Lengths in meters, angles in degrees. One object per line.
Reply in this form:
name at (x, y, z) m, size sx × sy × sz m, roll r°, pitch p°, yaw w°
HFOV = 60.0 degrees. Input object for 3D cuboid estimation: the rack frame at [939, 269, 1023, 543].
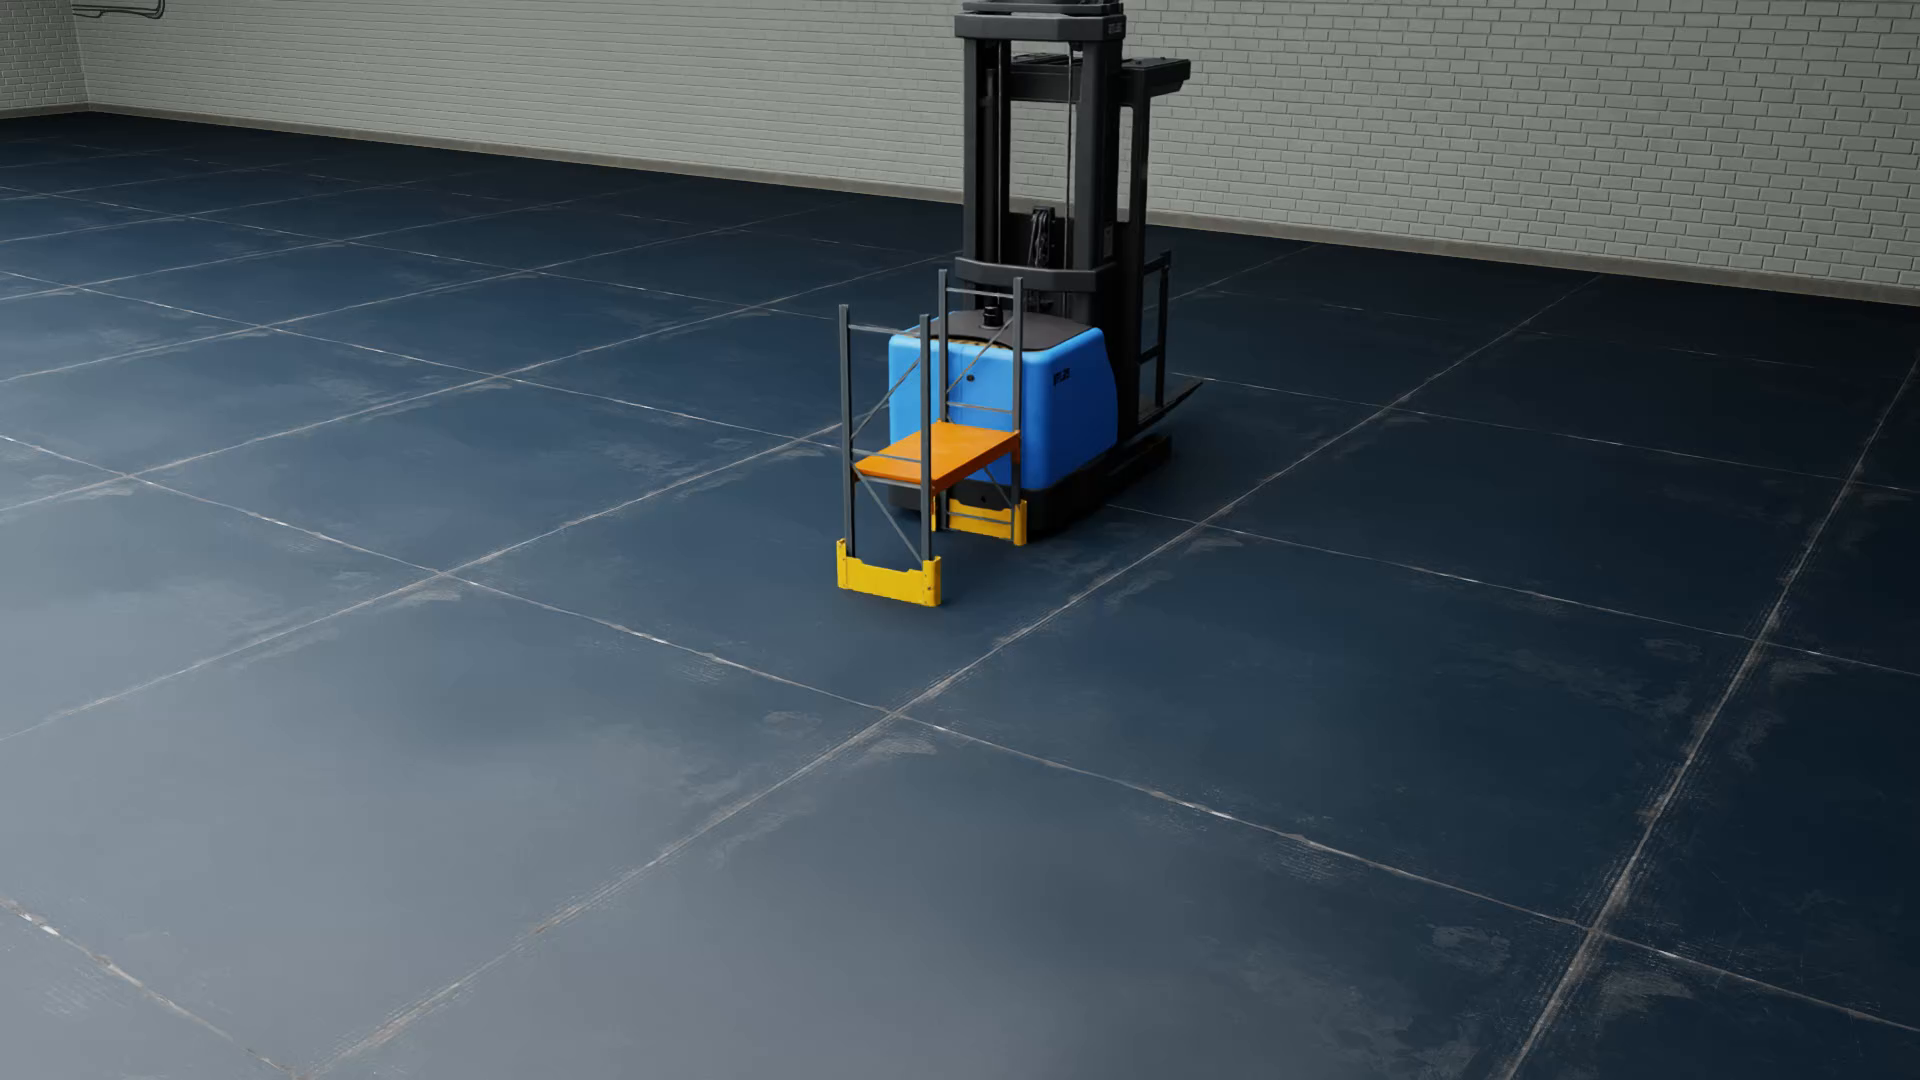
rack frame at (0.111, -0.729, 9.211) m, size 0.500 × 1.500 × 0.032 m, roll 11°, pitch 23°, yaw 26°

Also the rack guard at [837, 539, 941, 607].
rack guard at (-0.369, 0.168, 8.589) m, size 0.587 × 0.250 × 0.087 m, roll 11°, pitch 23°, yaw 26°

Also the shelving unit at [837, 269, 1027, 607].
shelving unit at (-0.133, -0.571, 8.783) m, size 0.587 × 1.500 × 1.083 m, roll 11°, pitch 23°, yaw 26°

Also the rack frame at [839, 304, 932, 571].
rack frame at (-0.369, -0.418, 8.371) m, size 0.500 × 1.500 × 0.032 m, roll 11°, pitch 23°, yaw 26°

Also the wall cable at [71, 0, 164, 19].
wall cable at (-15.077, -10.496, 29.281) m, size 3.097 × 2.526 × 0.112 m, roll 13°, pitch 24°, yaw 32°

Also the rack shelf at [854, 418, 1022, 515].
rack shelf at (-0.129, -0.405, 8.853) m, size 0.538 × 0.185 × 1.000 m, roll 11°, pitch 23°, yaw 26°

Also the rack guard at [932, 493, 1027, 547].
rack guard at (0.102, -0.137, 9.412) m, size 0.587 × 0.250 × 0.087 m, roll 11°, pitch 23°, yaw 26°

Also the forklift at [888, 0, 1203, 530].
forklift at (0.719, -1.896, 10.302) m, size 1.130 × 2.935 × 3.031 m, roll 11°, pitch 23°, yaw 26°
